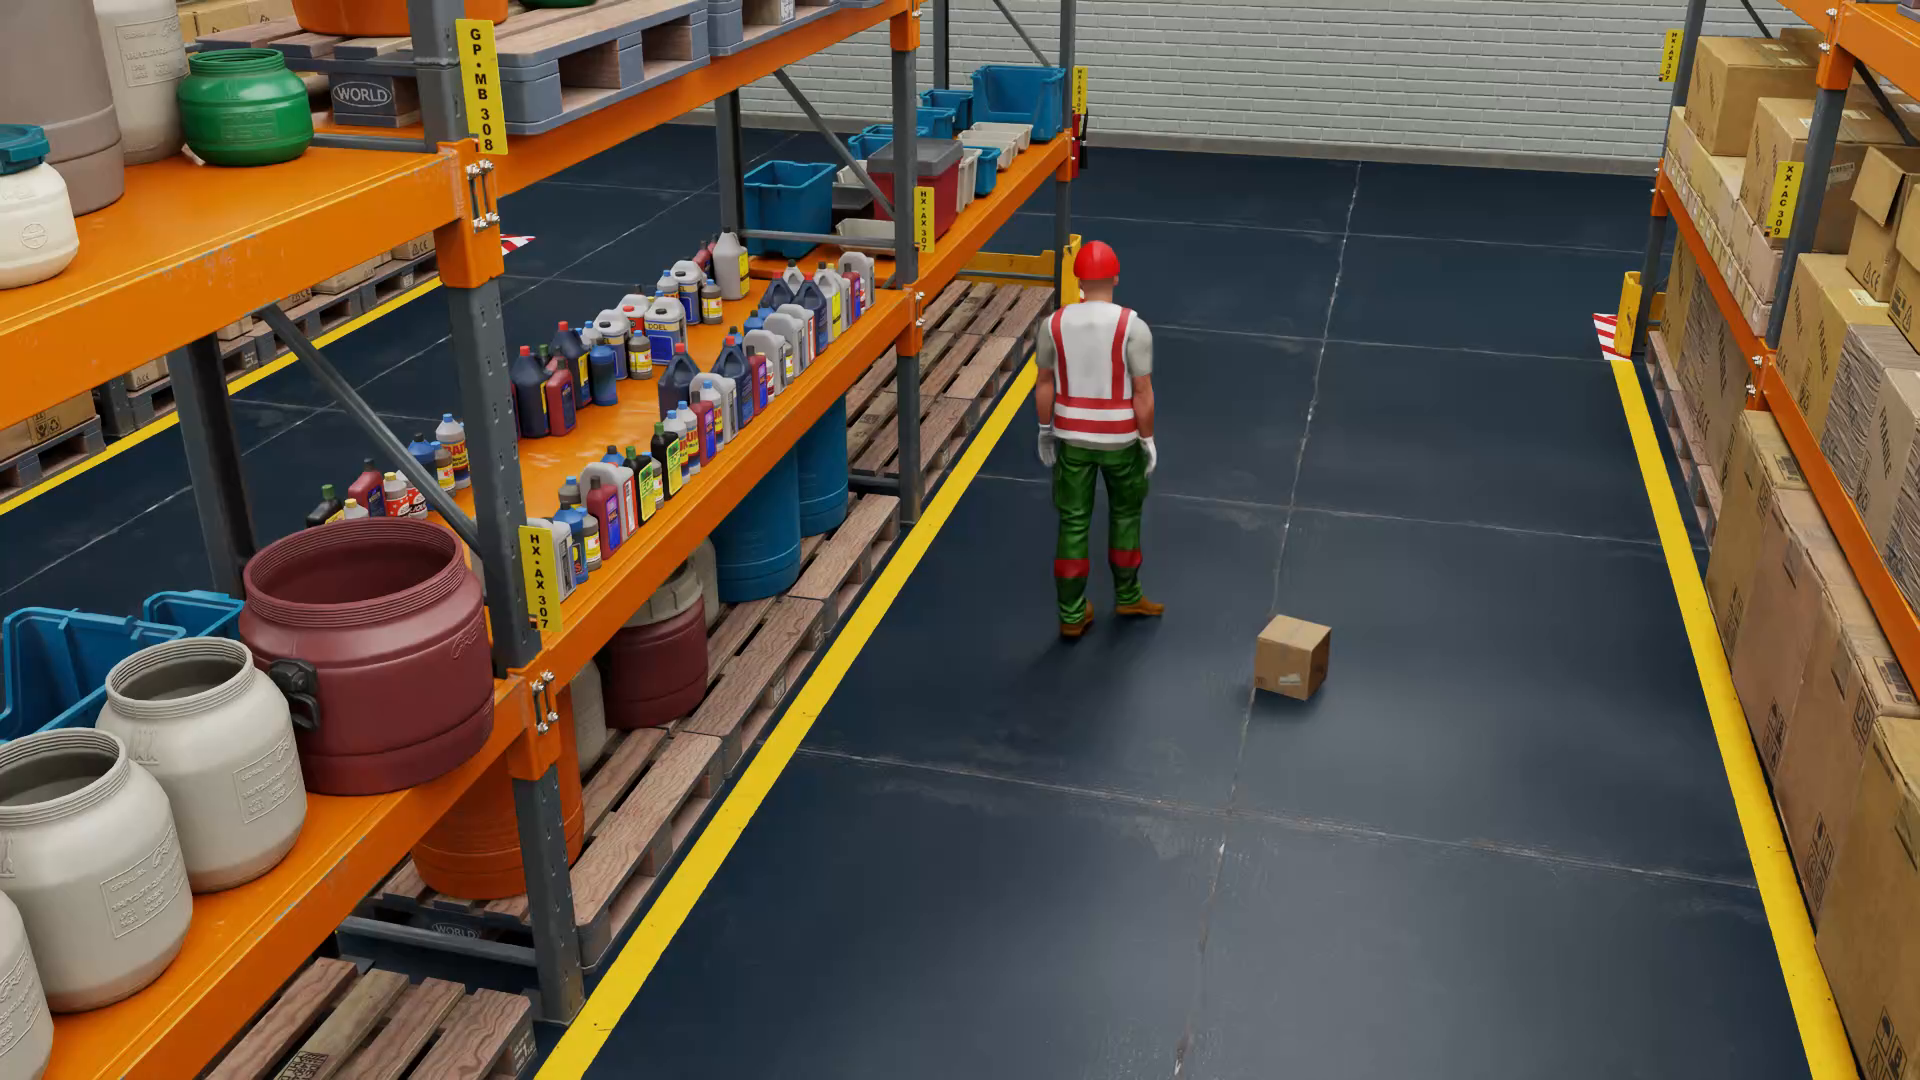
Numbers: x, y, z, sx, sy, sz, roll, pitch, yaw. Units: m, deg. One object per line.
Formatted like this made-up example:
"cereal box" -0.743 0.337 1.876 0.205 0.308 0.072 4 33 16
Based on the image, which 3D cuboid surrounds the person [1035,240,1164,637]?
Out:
"person" 0.618 -0.416 7.501 0.618 1.836 0.537 8 26 17
